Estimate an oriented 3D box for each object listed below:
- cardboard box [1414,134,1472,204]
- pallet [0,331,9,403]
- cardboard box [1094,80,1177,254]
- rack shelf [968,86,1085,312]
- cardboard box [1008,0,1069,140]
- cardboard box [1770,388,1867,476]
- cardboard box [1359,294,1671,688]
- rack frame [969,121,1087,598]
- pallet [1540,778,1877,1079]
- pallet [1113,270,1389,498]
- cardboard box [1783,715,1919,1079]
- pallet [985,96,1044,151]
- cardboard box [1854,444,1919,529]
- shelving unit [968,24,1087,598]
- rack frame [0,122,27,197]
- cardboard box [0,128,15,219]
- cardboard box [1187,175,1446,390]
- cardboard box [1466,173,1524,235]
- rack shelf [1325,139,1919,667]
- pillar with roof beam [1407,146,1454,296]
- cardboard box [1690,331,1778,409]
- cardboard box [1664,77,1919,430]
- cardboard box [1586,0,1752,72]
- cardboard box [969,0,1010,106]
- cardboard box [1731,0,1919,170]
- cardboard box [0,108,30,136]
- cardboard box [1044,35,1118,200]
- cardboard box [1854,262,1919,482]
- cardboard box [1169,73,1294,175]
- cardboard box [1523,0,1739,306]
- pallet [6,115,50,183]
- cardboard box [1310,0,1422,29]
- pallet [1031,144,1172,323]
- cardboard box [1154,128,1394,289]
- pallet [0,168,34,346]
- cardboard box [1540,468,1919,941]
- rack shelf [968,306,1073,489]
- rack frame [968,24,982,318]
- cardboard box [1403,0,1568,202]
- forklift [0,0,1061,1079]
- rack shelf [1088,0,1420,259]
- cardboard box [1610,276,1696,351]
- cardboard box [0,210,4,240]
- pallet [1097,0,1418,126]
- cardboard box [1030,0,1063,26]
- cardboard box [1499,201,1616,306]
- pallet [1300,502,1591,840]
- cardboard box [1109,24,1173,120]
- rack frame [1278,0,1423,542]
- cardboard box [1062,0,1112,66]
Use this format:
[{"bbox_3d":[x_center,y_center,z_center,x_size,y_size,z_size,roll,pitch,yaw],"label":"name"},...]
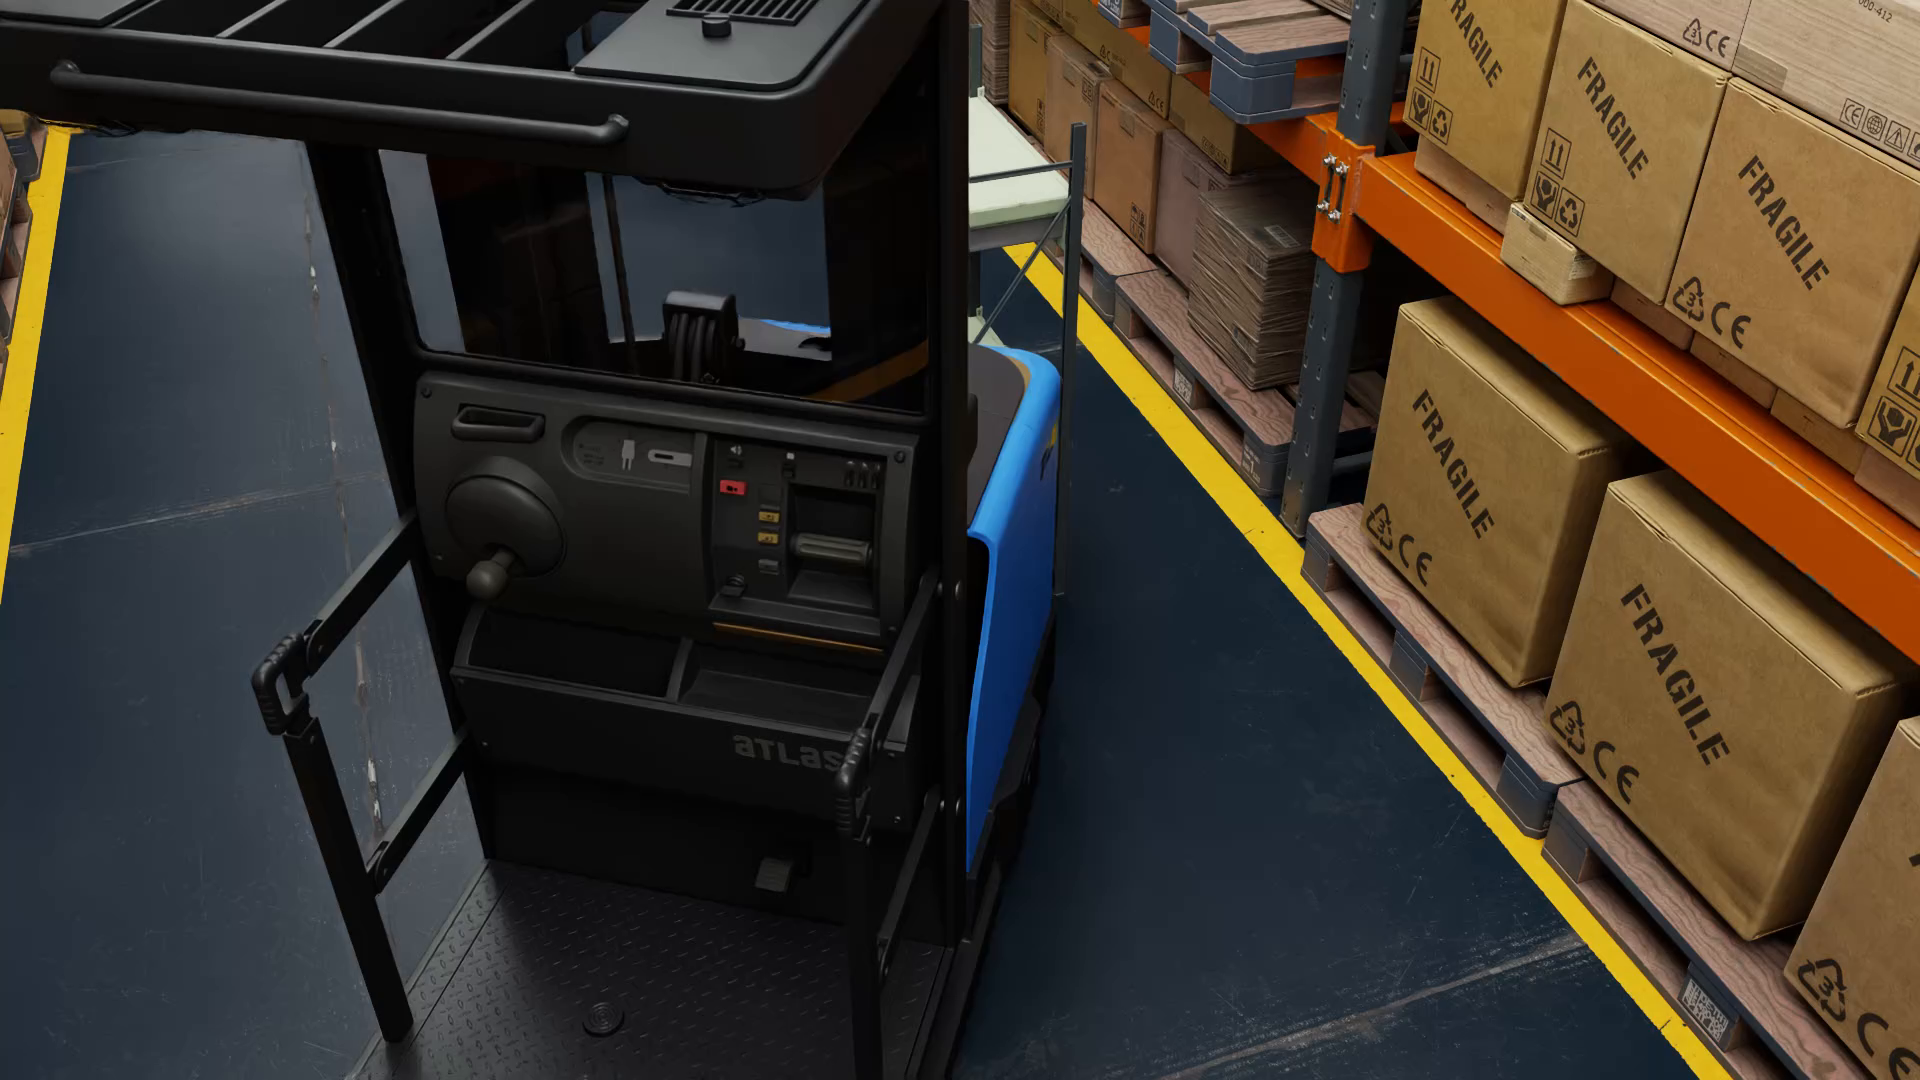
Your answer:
[{"bbox_3d":[1.409,-1.005,4.284,0.380,0.149,0.250,-13,39,-17],"label":"cardboard box"},{"bbox_3d":[-3.799,-0.351,5.541,1.003,0.211,1.213,-12,39,-16],"label":"pallet"},{"bbox_3d":[0.951,-1.495,6.453,0.700,0.500,0.500,-13,39,-16],"label":"cardboard box"},{"bbox_3d":[-0.002,-0.915,4.569,0.431,0.370,0.720,-12,39,-16],"label":"rack shelf"},{"bbox_3d":[0.631,-2.075,7.223,0.700,0.500,0.500,-13,39,-17],"label":"cardboard box"},{"bbox_3d":[1.878,-0.284,3.326,0.380,0.149,0.250,-12,39,-15],"label":"cardboard box"},{"bbox_3d":[1.643,-0.198,4.458,0.750,0.750,0.750,-13,39,-17],"label":"cardboard box"},{"bbox_3d":[0.124,-0.396,4.529,0.400,1.500,0.023,-12,39,-16],"label":"rack frame"},{"bbox_3d":[2.130,0.931,3.838,1.003,0.211,1.213,-12,39,-16],"label":"pallet"},{"bbox_3d":[1.246,-0.660,5.950,1.003,0.211,1.213,-12,39,-16],"label":"pallet"},{"bbox_3d":[2.235,0.777,3.163,0.750,0.750,0.750,-11,38,-15],"label":"cardboard box"},{"bbox_3d":[0.406,-2.038,7.780,1.003,0.211,1.213,-12,39,-16],"label":"pallet"},{"bbox_3d":[1.947,-0.141,3.136,0.380,0.149,0.250,-12,39,-16],"label":"cardboard box"},{"bbox_3d":[-0.002,-0.603,4.804,0.431,1.500,0.755,-12,39,-16],"label":"shelving unit"},{"bbox_3d":[-4.513,-2.563,6.160,1.000,3.000,0.127,-12,39,-16],"label":"rack frame"},{"bbox_3d":[-4.098,-1.459,6.630,0.500,0.250,0.500,-13,39,-16],"label":"cardboard box"},{"bbox_3d":[1.216,-0.905,5.670,0.700,0.500,0.500,-12,39,-15],"label":"cardboard box"},{"bbox_3d":[1.488,-0.861,4.092,0.380,0.149,0.250,-12,39,-15],"label":"cardboard box"},{"bbox_3d":[2.201,0.086,3.241,1.077,0.370,4.000,-12,39,-16],"label":"rack shelf"},{"bbox_3d":[-2.164,-3.750,2.749,9.100,9.000,0.400,-12,39,-16],"label":"pillar with roof beam"},{"bbox_3d":[1.799,-0.432,3.523,0.380,0.149,0.250,-12,39,-15],"label":"cardboard box"},{"bbox_3d":[1.781,-0.593,3.197,0.500,0.500,0.500,-13,39,-16],"label":"cardboard box"},{"bbox_3d":[1.613,-1.185,3.359,0.500,0.250,0.500,-13,39,-17],"label":"cardboard box"},{"bbox_3d":[0.406,-2.356,7.597,0.700,0.500,0.500,-11,38,-14],"label":"cardboard box"},{"bbox_3d":[1.789,-0.903,2.985,0.500,0.250,0.500,-12,39,-16],"label":"cardboard box"},{"bbox_3d":[-4.388,-1.958,7.292,0.500,0.250,0.500,-12,39,-16],"label":"cardboard box"},{"bbox_3d":[0.768,-1.778,6.829,0.700,0.500,0.500,-12,39,-15],"label":"cardboard box"},{"bbox_3d":[1.968,-0.300,2.808,0.500,0.500,0.500,-11,38,-15],"label":"cardboard box"},{"bbox_3d":[1.079,-1.539,5.889,0.500,0.250,0.500,-12,39,-15],"label":"cardboard box"},{"bbox_3d":[1.612,-0.873,3.569,0.500,0.500,0.500,-11,38,-14],"label":"cardboard box"},{"bbox_3d":[-4.747,-1.908,7.607,1.003,0.211,1.213,-12,39,-16],"label":"pallet"},{"bbox_3d":[1.342,-1.811,4.712,0.700,0.500,0.500,-17,40,-21],"label":"cardboard box"},{"bbox_3d":[0.830,-1.348,6.864,1.003,0.211,1.213,-12,39,-16],"label":"pallet"},{"bbox_3d":[1.148,-1.220,6.088,0.700,0.500,0.500,-13,39,-16],"label":"cardboard box"},{"bbox_3d":[-4.223,-1.042,6.457,1.003,0.211,1.213,-12,39,-16],"label":"pallet"},{"bbox_3d":[1.939,0.298,3.799,0.750,0.750,0.750,-13,39,-16],"label":"cardboard box"},{"bbox_3d":[-0.002,-0.342,5.000,0.431,0.370,0.720,-12,39,-16],"label":"rack shelf"},{"bbox_3d":[-0.128,-0.810,5.078,0.400,1.500,0.023,-12,39,-16],"label":"rack frame"},{"bbox_3d":[1.440,-1.171,3.964,0.500,0.500,0.500,-11,38,-15],"label":"cardboard box"},{"bbox_3d":[-0.584,0.020,2.788,1.130,2.935,3.031,8,38,11],"label":"forklift"},{"bbox_3d":[0.825,-2.174,6.241,1.077,0.370,4.000,-12,39,-16],"label":"rack shelf"},{"bbox_3d":[1.702,-0.577,3.715,0.380,0.149,0.250,-13,39,-16],"label":"cardboard box"},{"bbox_3d":[-3.926,-1.173,6.250,0.500,0.250,0.500,-13,39,-17],"label":"cardboard box"},{"bbox_3d":[1.168,-1.635,5.088,1.213,0.211,1.003,-12,39,-16],"label":"pallet"},{"bbox_3d":[0.560,-2.408,7.042,0.500,0.250,0.500,-13,39,-17],"label":"cardboard box"},{"bbox_3d":[1.500,-0.693,3.870,0.380,0.149,0.250,-11,38,-15],"label":"cardboard box"},{"bbox_3d":[1.714,0.243,4.752,1.003,0.211,1.213,-12,39,-16],"label":"pallet"},{"bbox_3d":[0.897,-1.829,6.273,0.500,0.250,0.500,-13,39,-16],"label":"cardboard box"},{"bbox_3d":[1.513,-1.332,4.525,1.000,3.000,0.127,-12,39,-16],"label":"rack frame"},{"bbox_3d":[0.743,-2.114,6.653,0.500,0.250,0.500,-14,39,-17],"label":"cardboard box"}]
